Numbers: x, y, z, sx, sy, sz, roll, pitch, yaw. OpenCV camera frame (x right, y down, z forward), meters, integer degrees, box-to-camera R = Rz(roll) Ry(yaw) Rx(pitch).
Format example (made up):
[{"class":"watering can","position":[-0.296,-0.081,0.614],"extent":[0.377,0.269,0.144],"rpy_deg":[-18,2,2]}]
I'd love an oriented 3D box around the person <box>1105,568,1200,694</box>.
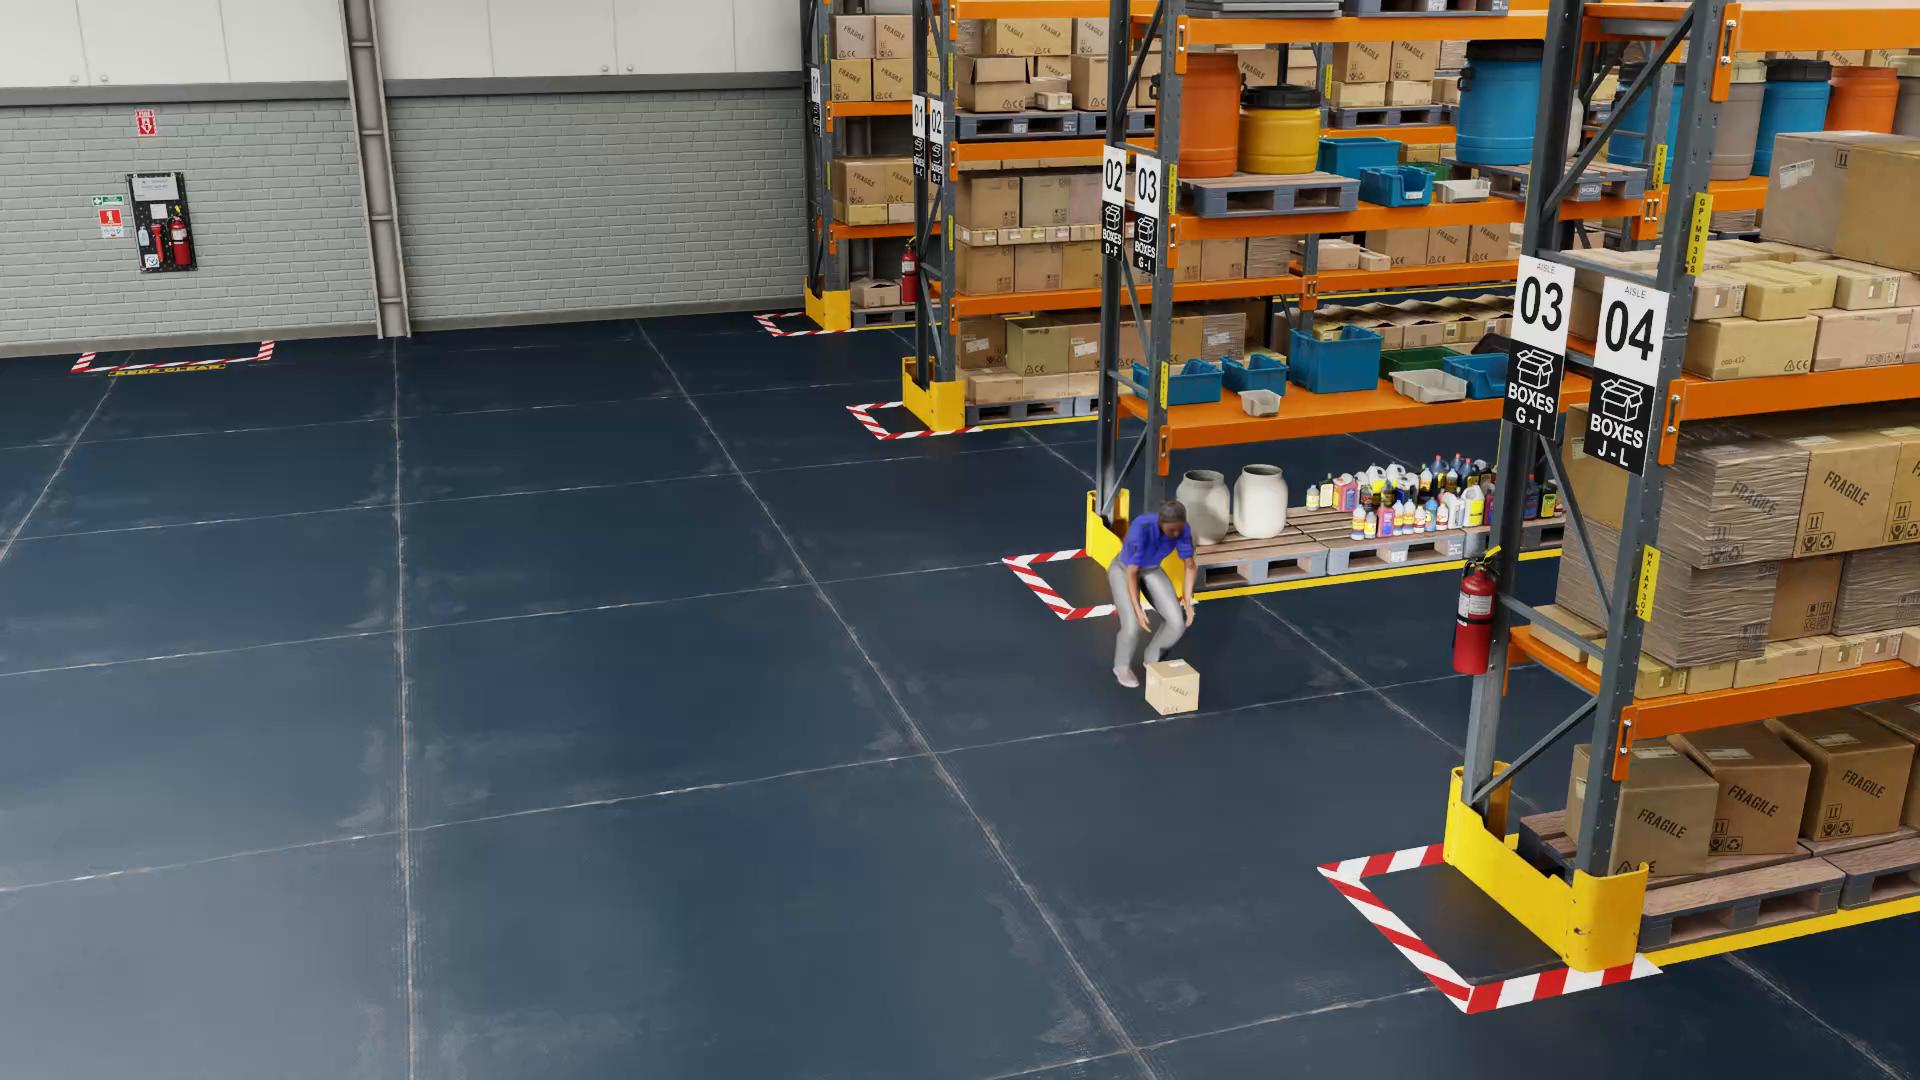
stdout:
[{"class":"person","position":[1.258,0.536,10.766],"extent":[0.471,0.860,0.812],"rpy_deg":[-6,20,-17]}]
